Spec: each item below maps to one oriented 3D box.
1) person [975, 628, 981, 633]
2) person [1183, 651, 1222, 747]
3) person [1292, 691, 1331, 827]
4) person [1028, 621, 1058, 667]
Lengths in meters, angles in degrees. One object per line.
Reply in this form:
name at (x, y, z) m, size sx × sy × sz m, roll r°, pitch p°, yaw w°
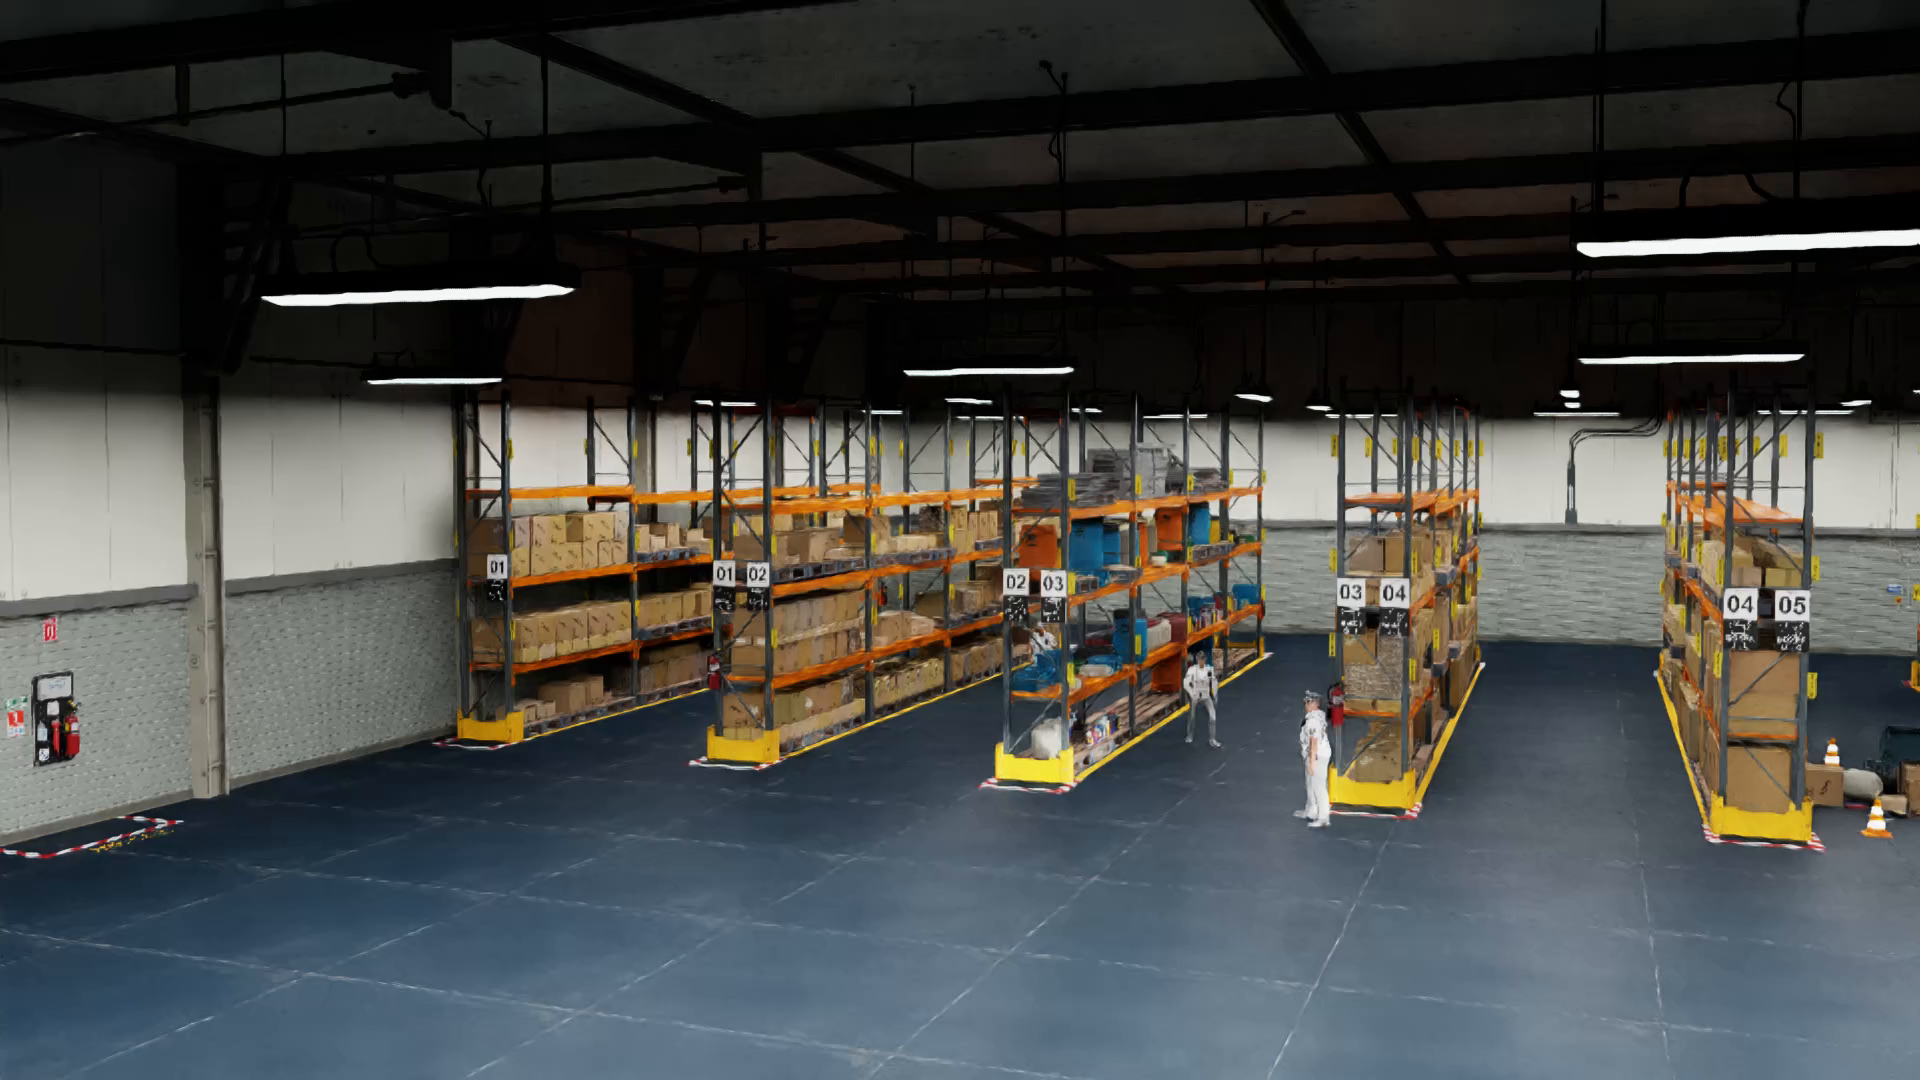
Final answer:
person at (0.296, 1.934, 41.267) m, size 0.478 × 1.567 × 1.083 m, roll 1°, pitch 3°, yaw 18°
person at (4.064, 2.647, 28.018) m, size 0.637 × 1.603 × 0.813 m, roll 0°, pitch 3°, yaw 3°
person at (4.692, 2.892, 22.162) m, size 0.531 × 1.747 × 0.737 m, roll 1°, pitch 3°, yaw 18°
person at (1.631, 2.393, 32.917) m, size 0.625 × 1.611 × 0.582 m, roll 1°, pitch 3°, yaw 18°
